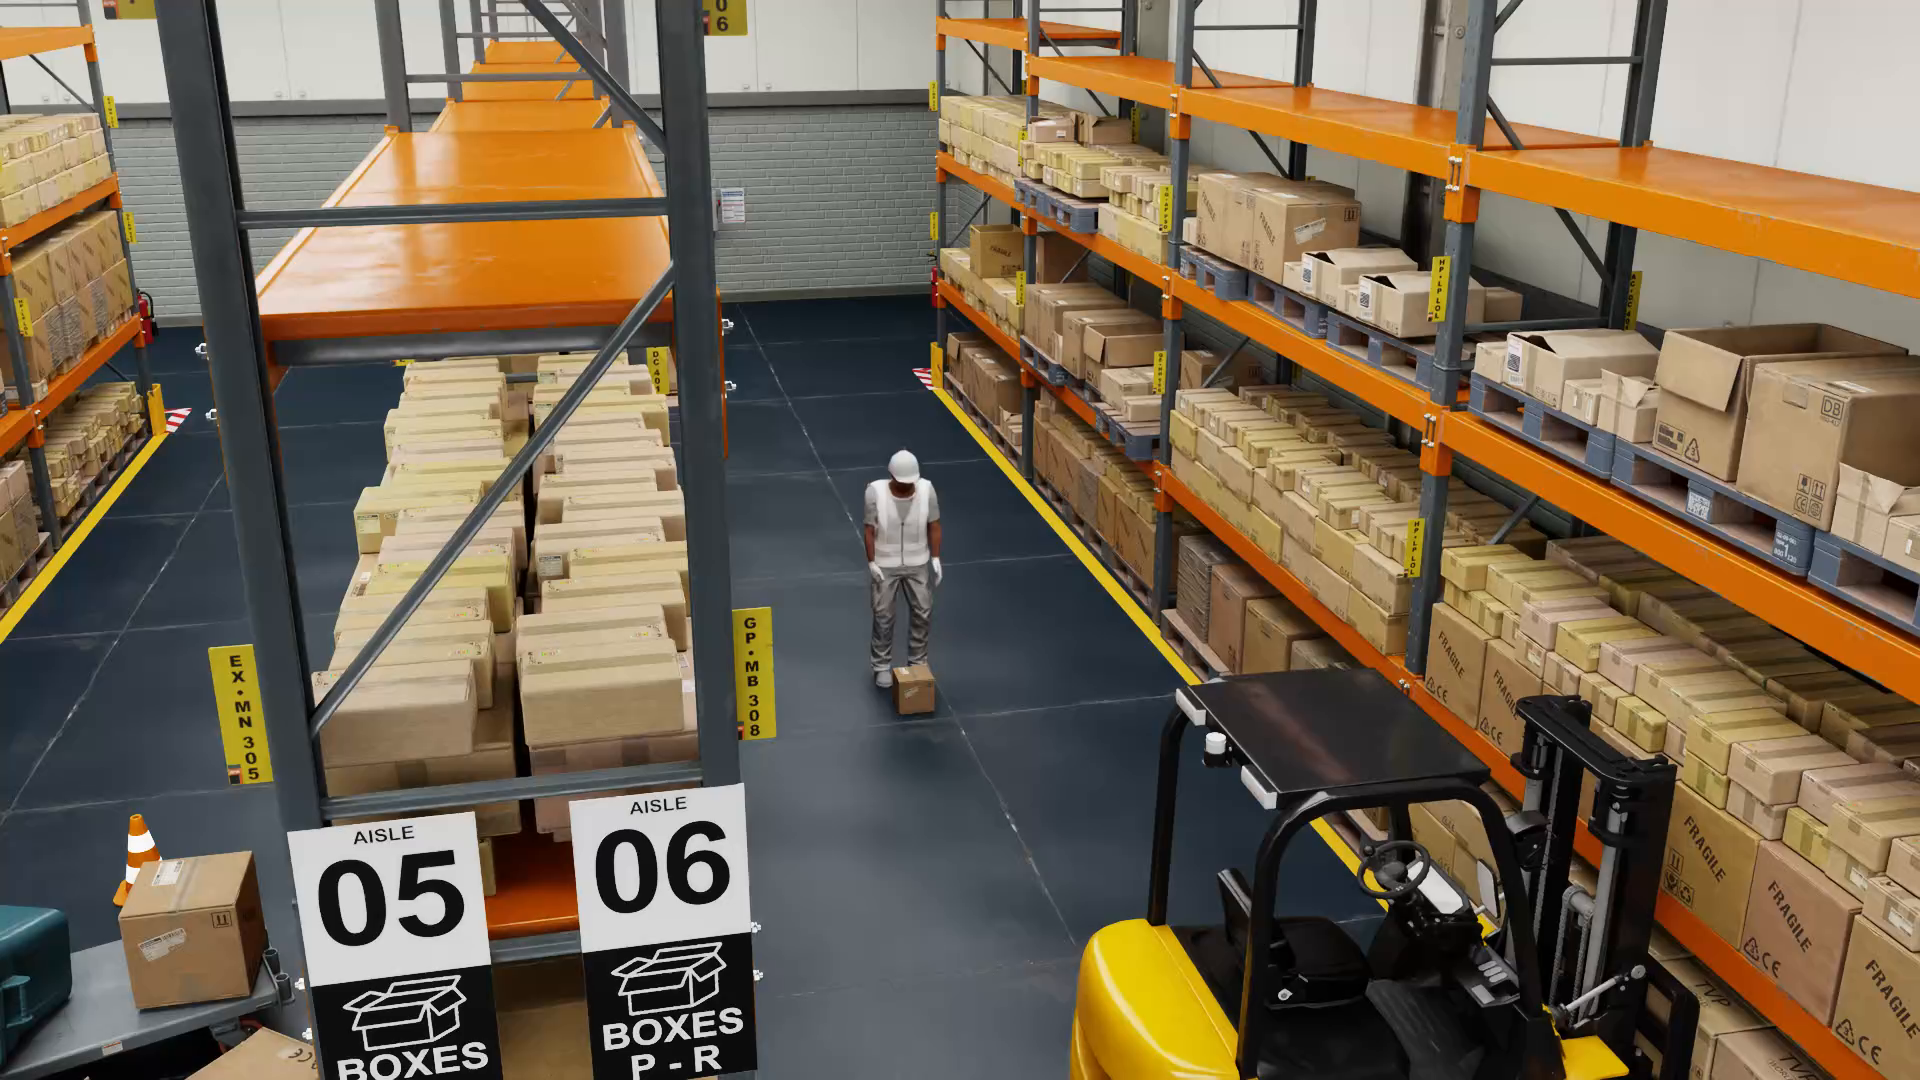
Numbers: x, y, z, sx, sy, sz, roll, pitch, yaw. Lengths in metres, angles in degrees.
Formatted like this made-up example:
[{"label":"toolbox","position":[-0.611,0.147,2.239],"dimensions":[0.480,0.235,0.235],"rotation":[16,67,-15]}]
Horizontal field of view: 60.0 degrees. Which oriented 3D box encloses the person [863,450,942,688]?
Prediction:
[{"label":"person","position":[-0.404,0.186,11.881],"dimensions":[0.563,1.755,0.414],"rotation":[-4,20,-11]}]
